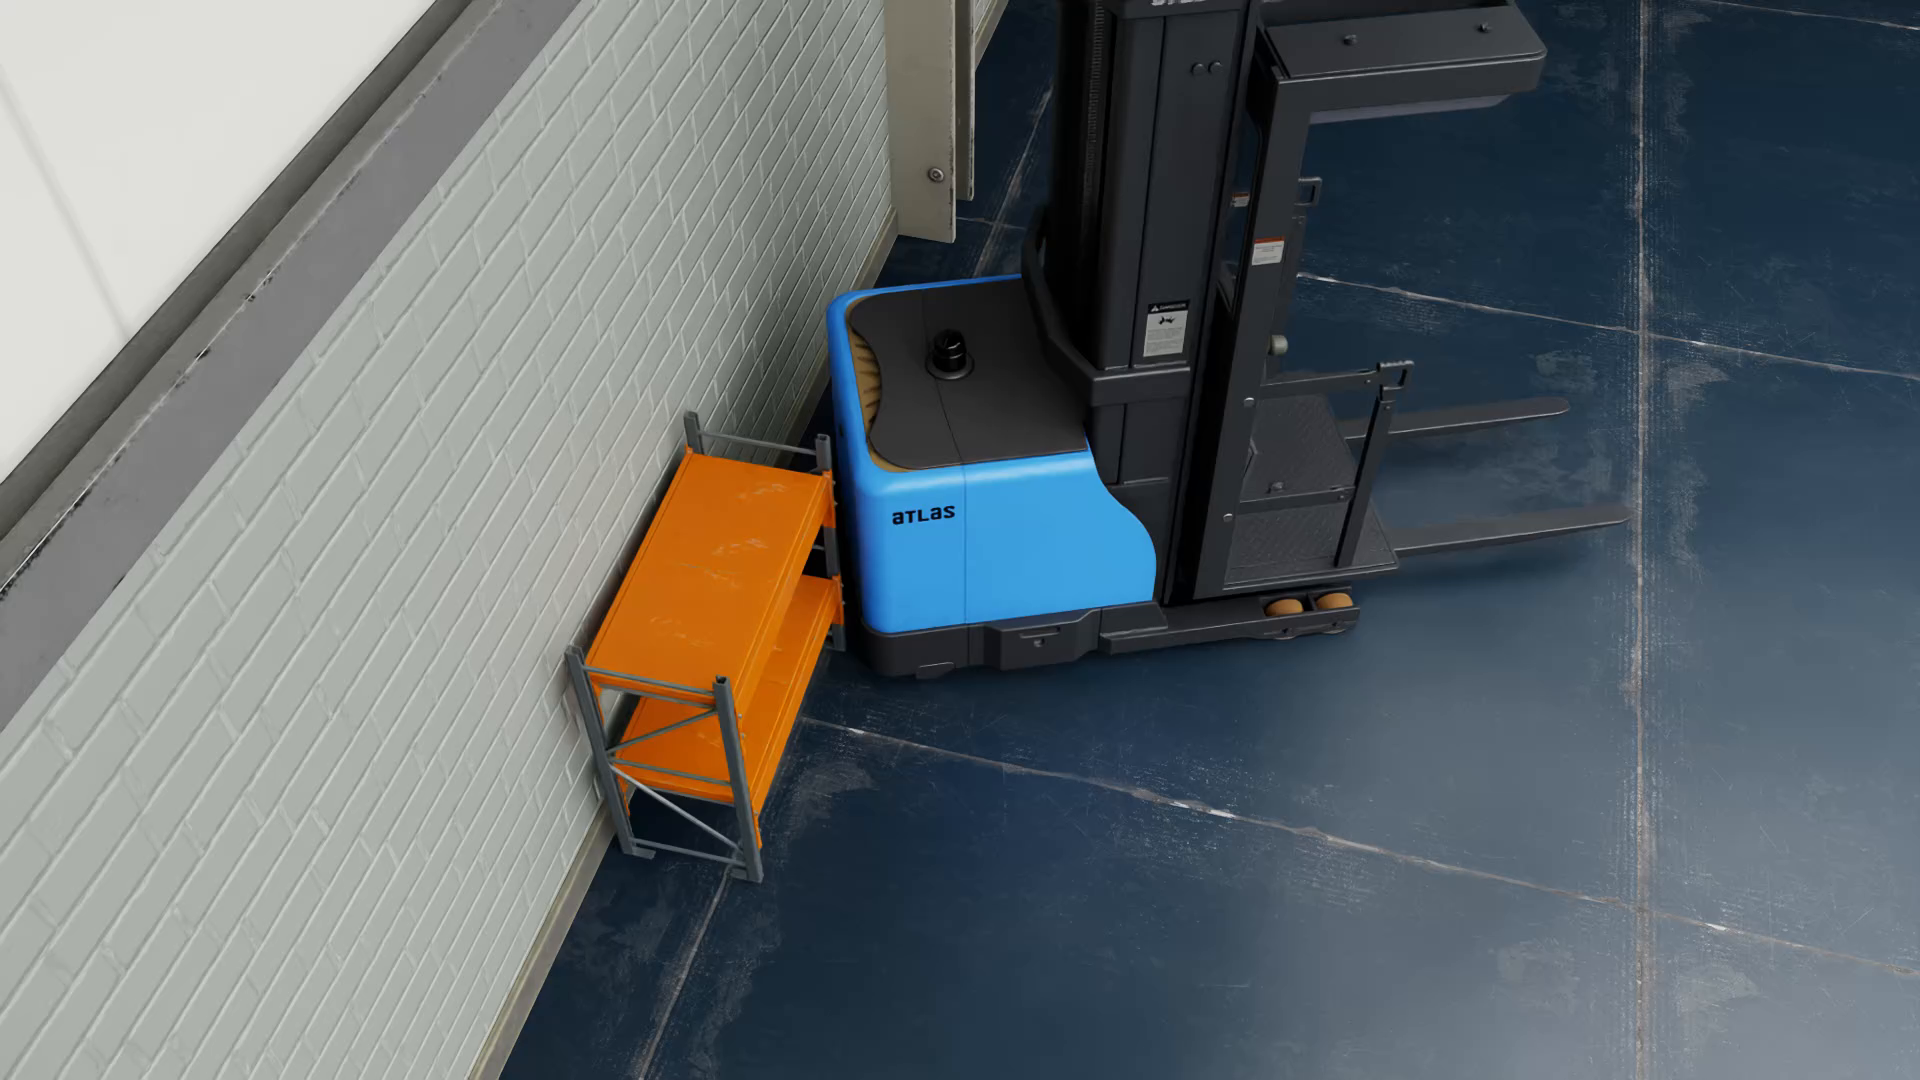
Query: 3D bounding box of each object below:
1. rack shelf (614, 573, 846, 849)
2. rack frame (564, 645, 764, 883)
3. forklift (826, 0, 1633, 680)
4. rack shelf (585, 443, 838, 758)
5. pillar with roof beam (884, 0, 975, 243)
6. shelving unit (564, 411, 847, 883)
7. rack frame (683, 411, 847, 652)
[{"bbox_3d":[-0.795,0.528,5.774,0.538,0.278,1.000,10,49,9],"label":"rack shelf"},{"bbox_3d":[-0.914,0.736,5.263,0.500,1.125,0.032,10,49,9],"label":"rack frame"},{"bbox_3d":[1.066,-0.977,5.576,3.031,2.935,1.130,-7,49,-6],"label":"forklift"},{"bbox_3d":[-0.794,0.172,5.371,0.538,0.278,1.000,10,49,9],"label":"rack shelf"},{"bbox_3d":[4.022,-3.713,3.944,9.100,9.000,0.400,12,50,10],"label":"pillar with roof beam"},{"bbox_3d":[-0.794,0.366,5.590,0.538,1.125,1.048,10,49,9],"label":"shelving unit"},{"bbox_3d":[-0.675,-0.005,5.917,0.500,1.125,0.032,10,49,9],"label":"rack frame"}]
